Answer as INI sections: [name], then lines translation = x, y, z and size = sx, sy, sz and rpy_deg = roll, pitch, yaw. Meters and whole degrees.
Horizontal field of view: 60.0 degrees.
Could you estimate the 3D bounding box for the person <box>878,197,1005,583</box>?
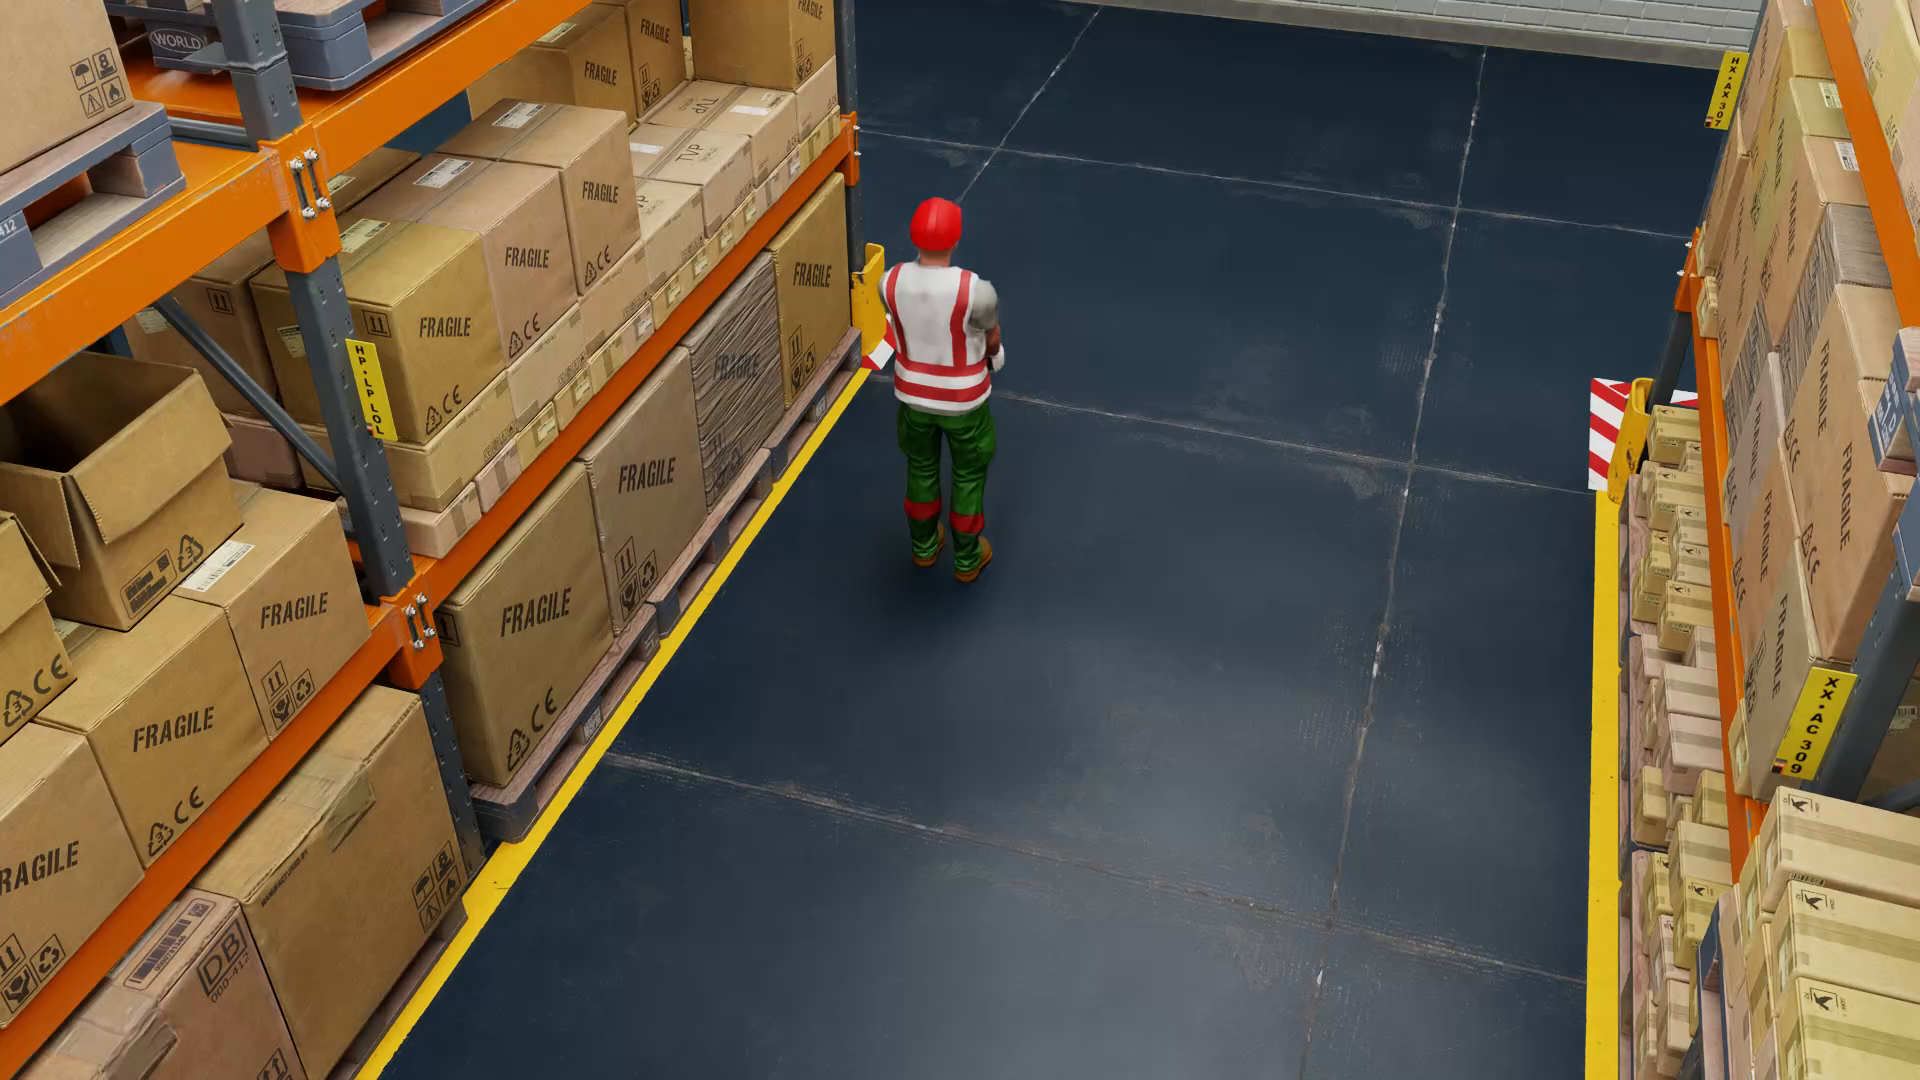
[person]
translation = -4.860, 1.891, 3.593
size = 7.108, 1.786, 11.611
rpy_deg = 11, 38, 14
